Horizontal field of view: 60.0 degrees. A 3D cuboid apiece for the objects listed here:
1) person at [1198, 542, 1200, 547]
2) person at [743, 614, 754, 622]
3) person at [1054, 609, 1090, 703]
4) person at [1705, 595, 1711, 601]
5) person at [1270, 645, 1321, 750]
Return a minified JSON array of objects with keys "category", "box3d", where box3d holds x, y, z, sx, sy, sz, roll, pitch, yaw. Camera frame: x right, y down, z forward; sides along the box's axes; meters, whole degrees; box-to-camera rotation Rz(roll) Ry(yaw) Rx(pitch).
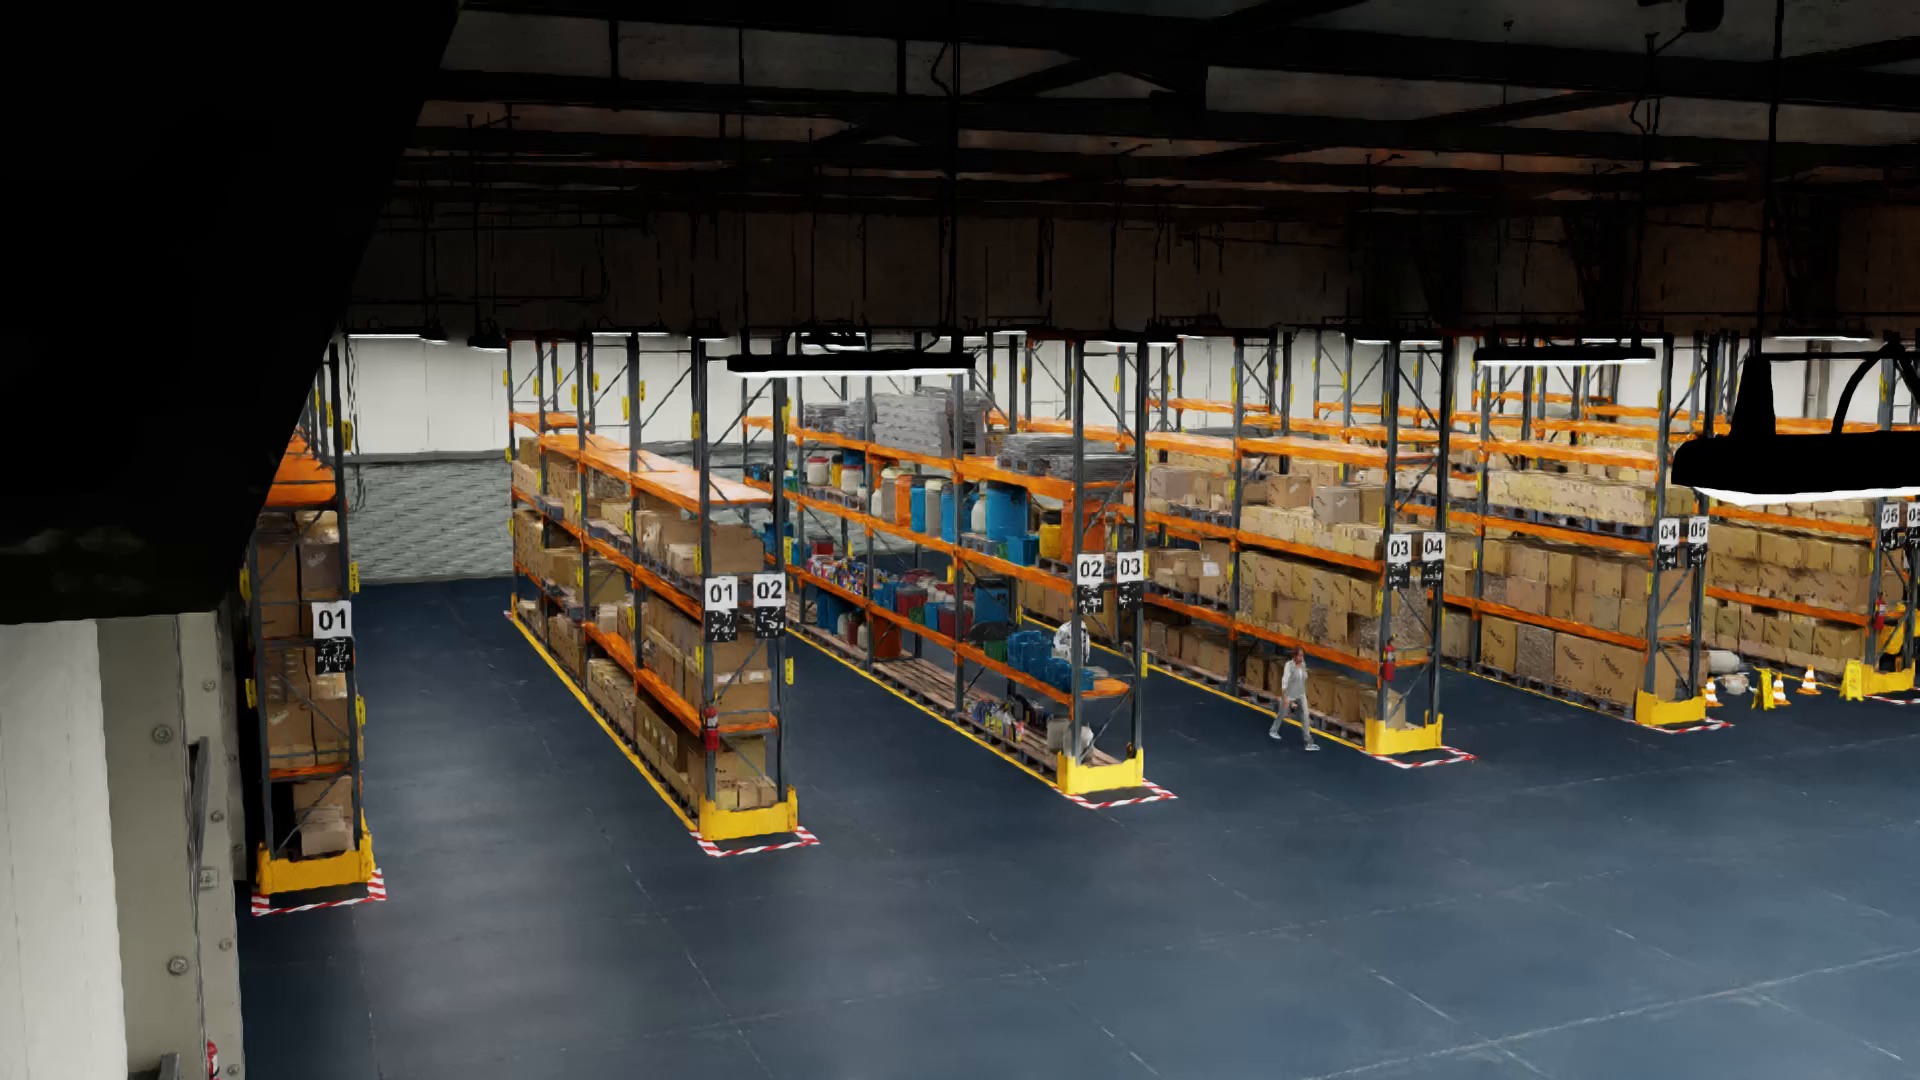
[{"category":"person","box3d":[6.326,-0.337,42.637,0.581,1.782,0.621,5,9,35]},{"category":"person","box3d":[-3.710,1.602,28.543,0.554,1.712,1.040,-3,9,-24]},{"category":"person","box3d":[1.819,1.860,27.053,0.639,1.632,0.512,-4,9,-24]},{"category":"person","box3d":[15.291,0.798,34.104,0.577,1.782,0.655,1,8,7]},{"category":"person","box3d":[4.876,2.276,24.314,0.417,1.504,1.036,-3,8,-20]}]
